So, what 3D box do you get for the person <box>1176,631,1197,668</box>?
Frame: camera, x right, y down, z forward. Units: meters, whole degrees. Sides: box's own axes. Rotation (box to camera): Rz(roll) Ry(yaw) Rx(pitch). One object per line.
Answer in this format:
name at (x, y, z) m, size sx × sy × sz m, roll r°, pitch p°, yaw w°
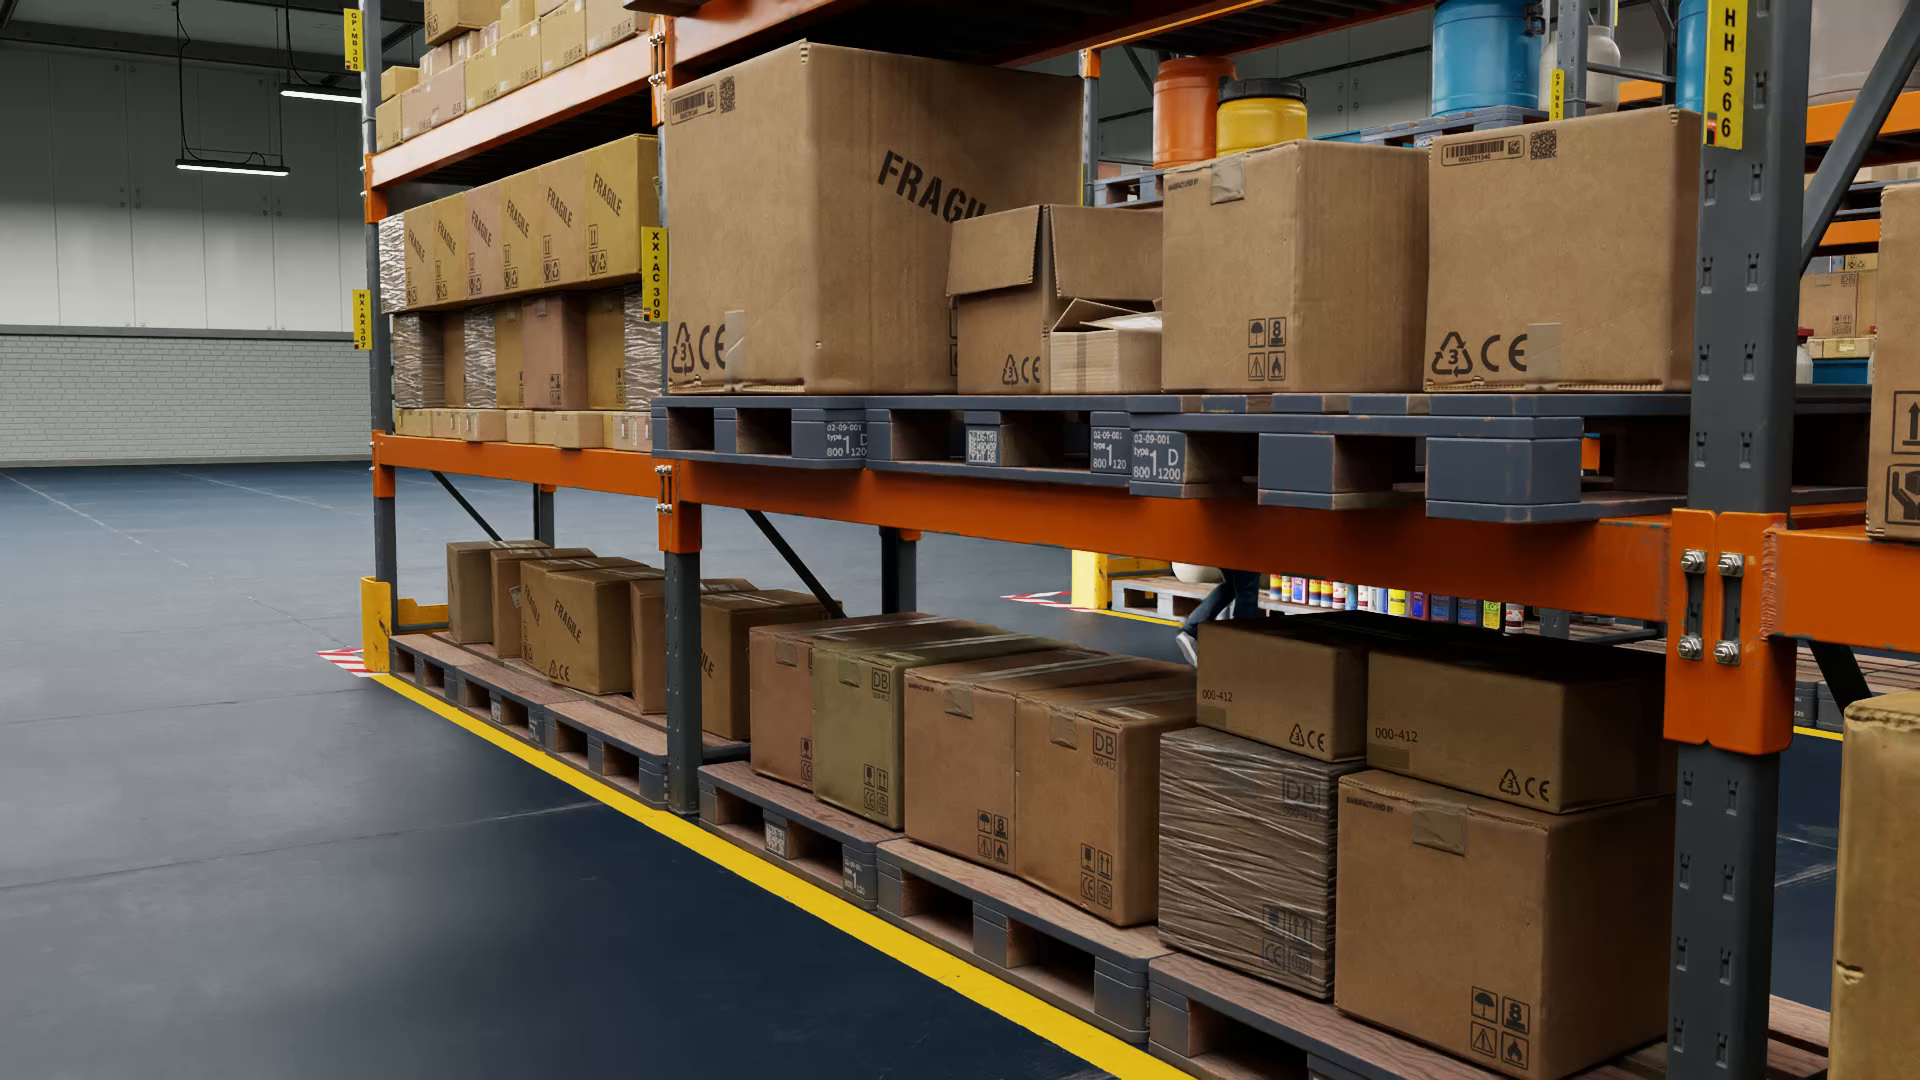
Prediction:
person at (1.469, -0.048, 8.804) m, size 0.595 × 1.586 × 0.447 m, roll -2°, pitch 5°, yaw -24°
